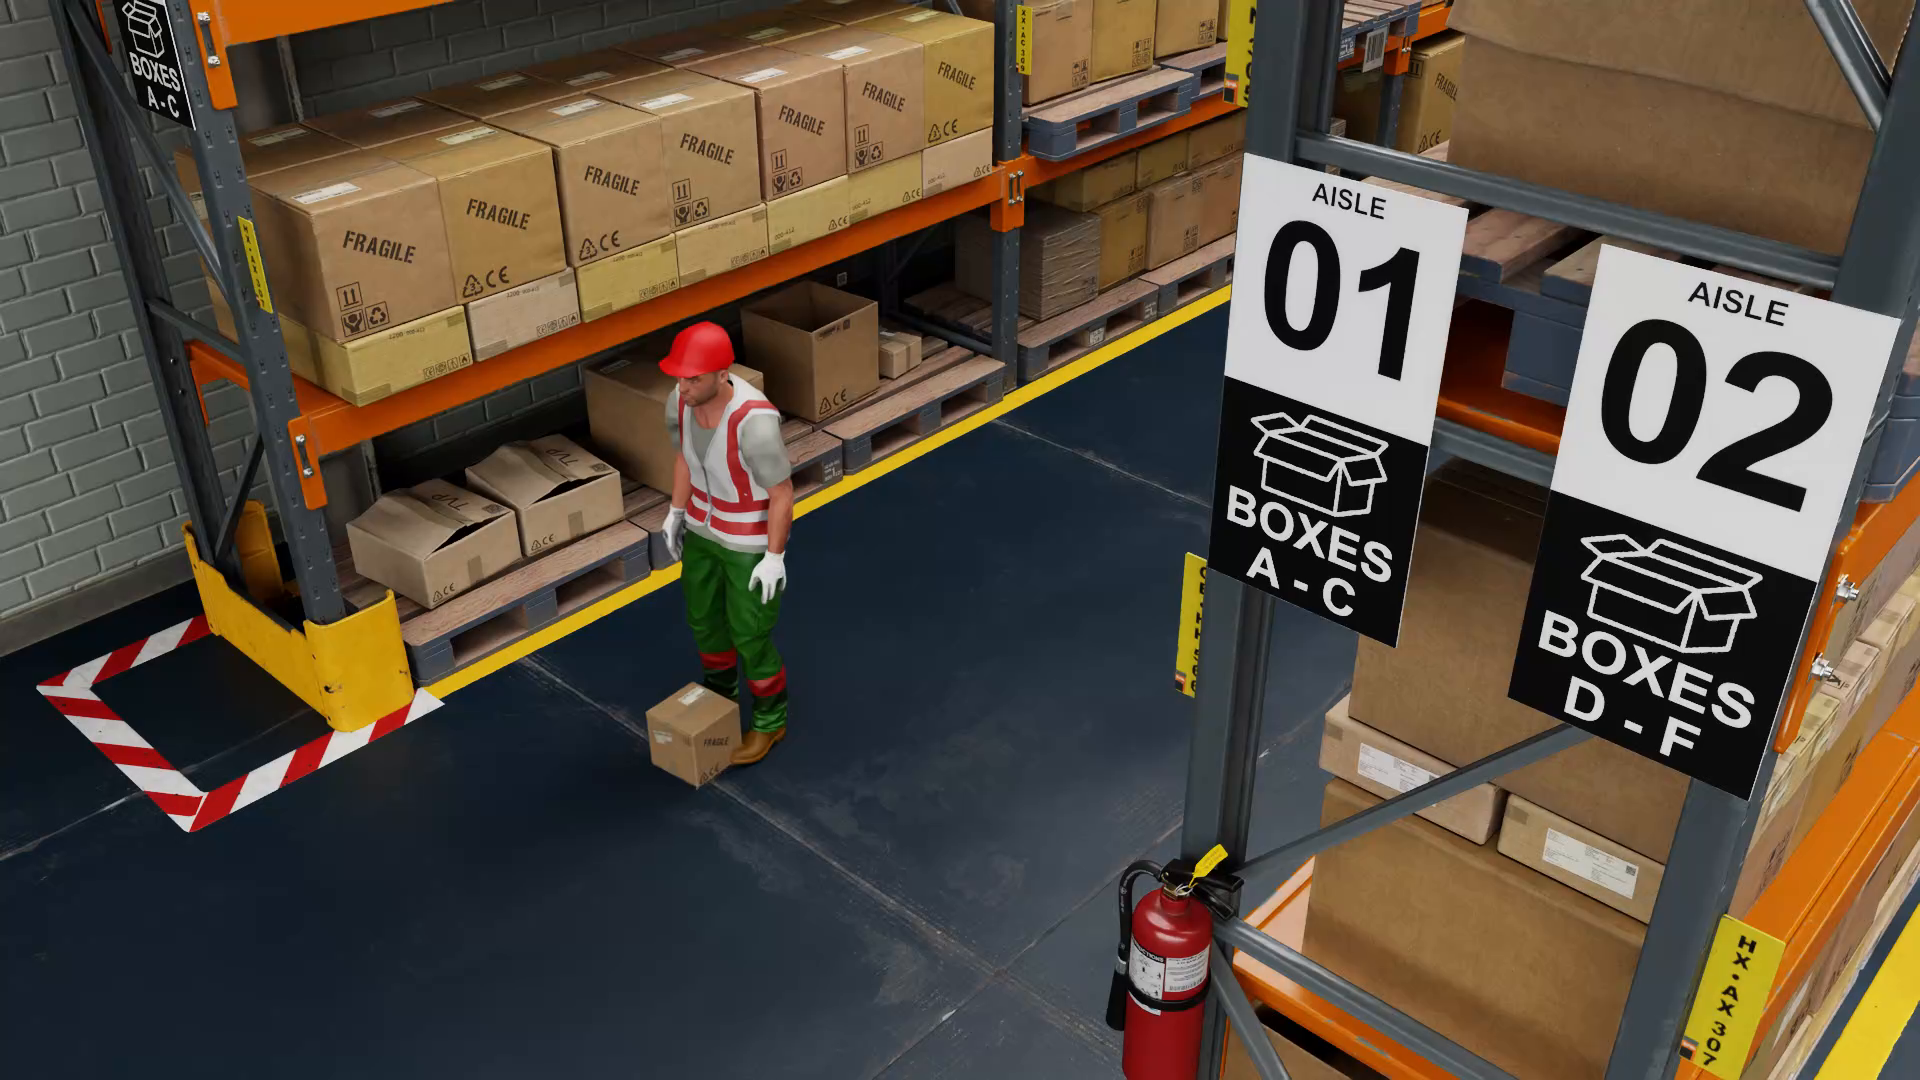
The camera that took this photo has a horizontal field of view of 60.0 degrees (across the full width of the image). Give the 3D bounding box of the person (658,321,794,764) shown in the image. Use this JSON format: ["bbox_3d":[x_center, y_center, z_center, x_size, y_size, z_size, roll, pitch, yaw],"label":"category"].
[{"bbox_3d":[-0.860,0.005,6.115,0.595,1.776,0.449,23,38,33],"label":"person"}]
